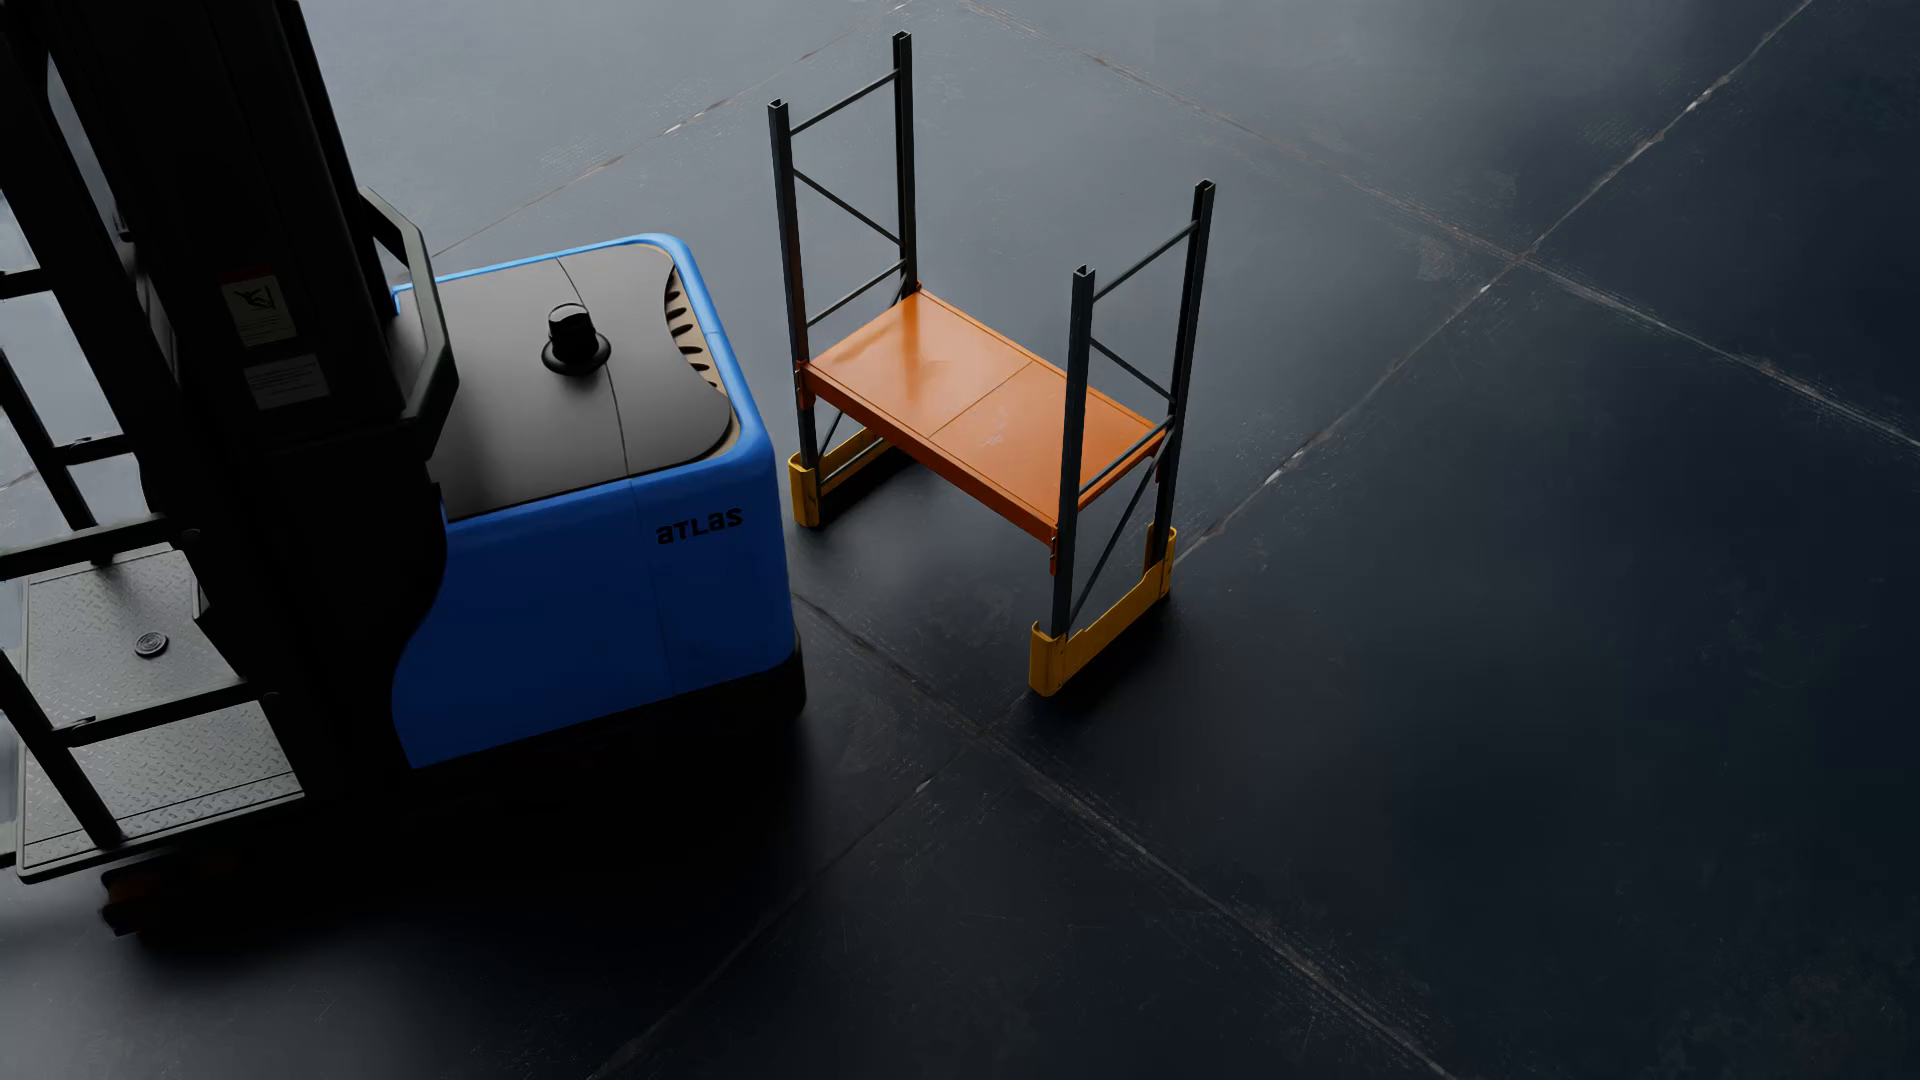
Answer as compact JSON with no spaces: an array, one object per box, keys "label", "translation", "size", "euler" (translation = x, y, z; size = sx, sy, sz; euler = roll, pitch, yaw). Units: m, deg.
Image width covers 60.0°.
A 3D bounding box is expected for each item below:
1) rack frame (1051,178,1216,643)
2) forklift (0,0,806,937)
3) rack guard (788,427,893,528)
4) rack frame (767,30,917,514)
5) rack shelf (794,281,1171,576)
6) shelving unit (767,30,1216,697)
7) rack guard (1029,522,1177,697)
[{"label":"rack frame","translation":[0.436,-0.220,4.428],"size":[0.032,1.500,0.500],"euler":[34,55,28]},{"label":"forklift","translation":[-2.010,-0.435,3.648],"size":[3.031,2.935,1.130],"euler":[-15,49,-14]},{"label":"rack guard","translation":[-0.310,-0.294,5.355],"size":[0.087,0.250,0.587],"euler":[34,55,28]},{"label":"rack frame","translation":[-0.311,-0.723,4.900],"size":[0.032,1.500,0.500],"euler":[34,55,28]},{"label":"rack shelf","translation":[0.063,-0.348,4.795],"size":[1.000,0.185,0.538],"euler":[34,55,28]},{"label":"shelving unit","translation":[0.056,-0.476,4.668],"size":[1.083,1.500,0.587],"euler":[34,55,28]},{"label":"rack guard","translation":[0.422,0.198,4.892],"size":[0.087,0.250,0.587],"euler":[34,55,28]}]
